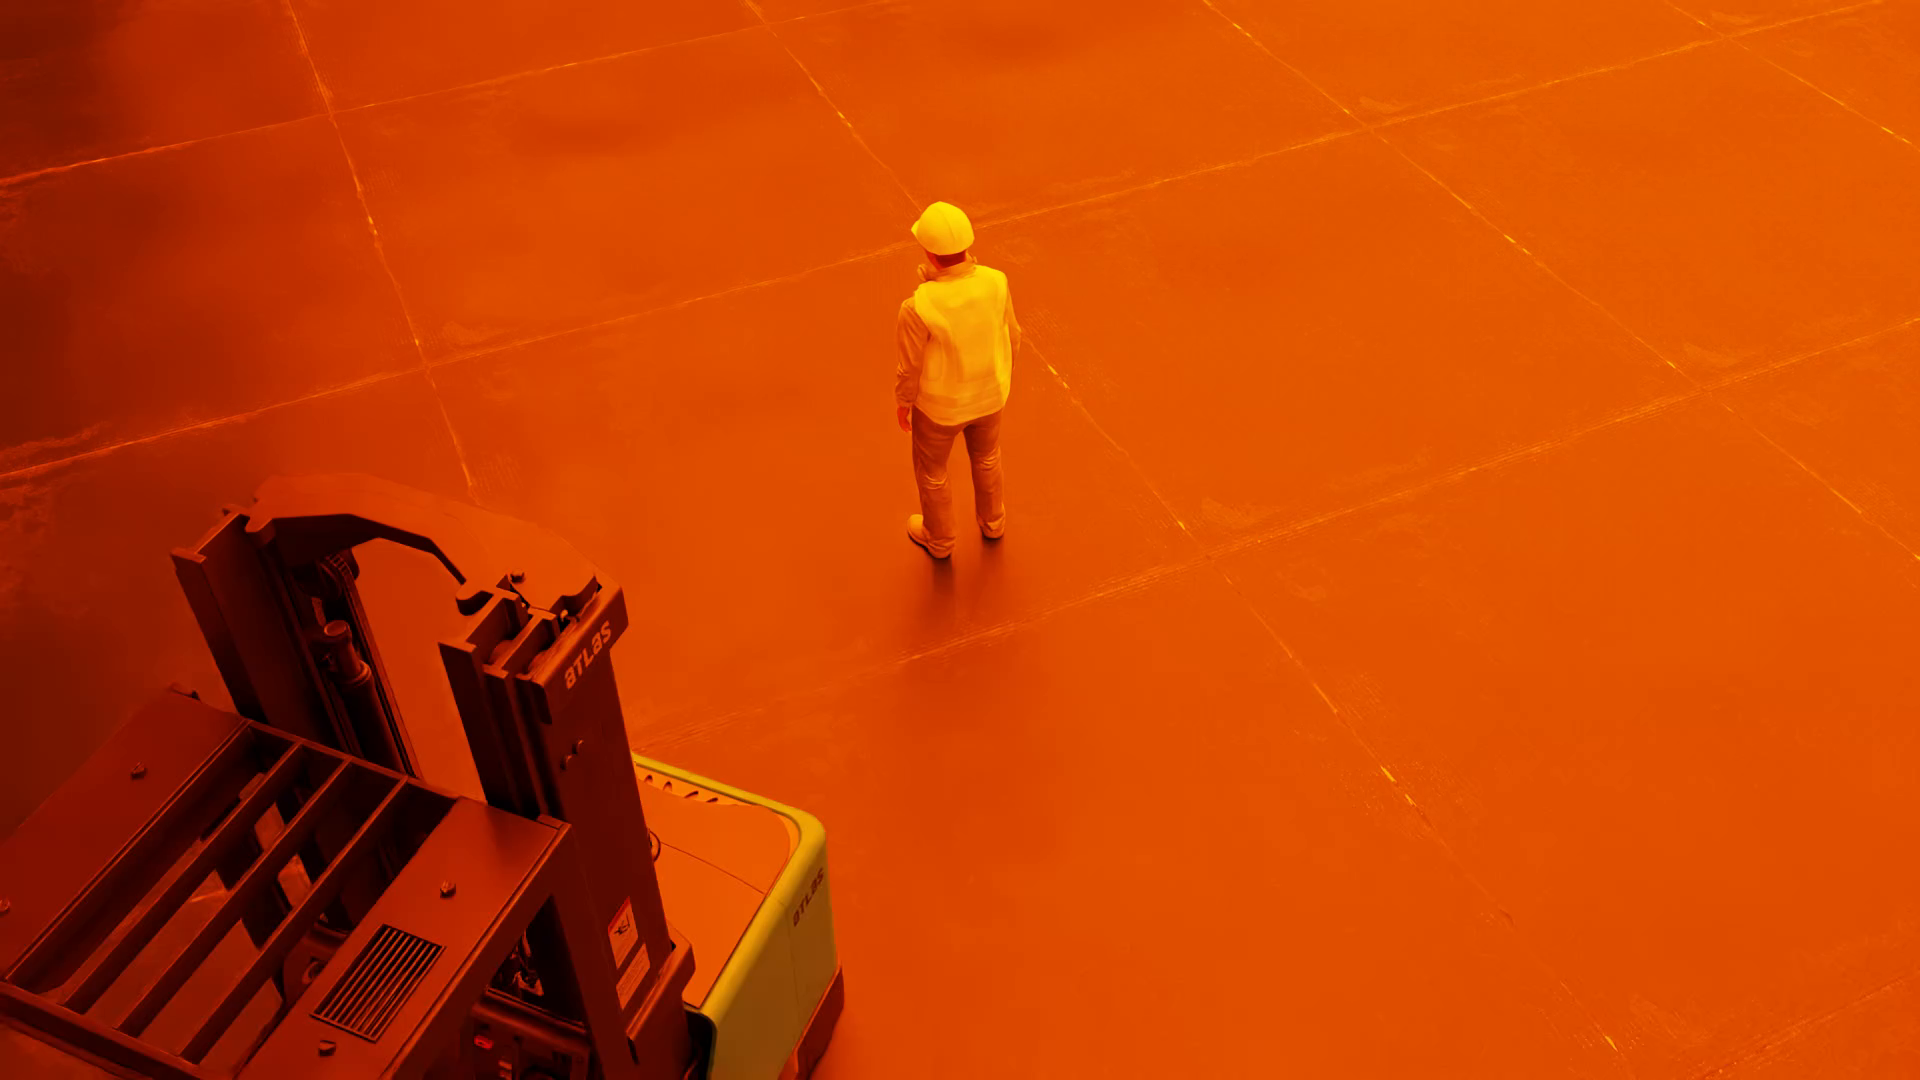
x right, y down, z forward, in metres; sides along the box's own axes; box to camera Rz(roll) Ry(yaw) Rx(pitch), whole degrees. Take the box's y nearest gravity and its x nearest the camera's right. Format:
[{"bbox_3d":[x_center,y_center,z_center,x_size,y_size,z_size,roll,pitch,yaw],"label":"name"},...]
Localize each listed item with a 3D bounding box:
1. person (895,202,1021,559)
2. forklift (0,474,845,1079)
[{"bbox_3d":[-0.019,-0.659,7.238,0.580,1.770,0.463,-19,46,-19],"label":"person"},{"bbox_3d":[-1.442,1.407,4.172,1.130,2.935,3.031,16,45,16],"label":"forklift"}]
